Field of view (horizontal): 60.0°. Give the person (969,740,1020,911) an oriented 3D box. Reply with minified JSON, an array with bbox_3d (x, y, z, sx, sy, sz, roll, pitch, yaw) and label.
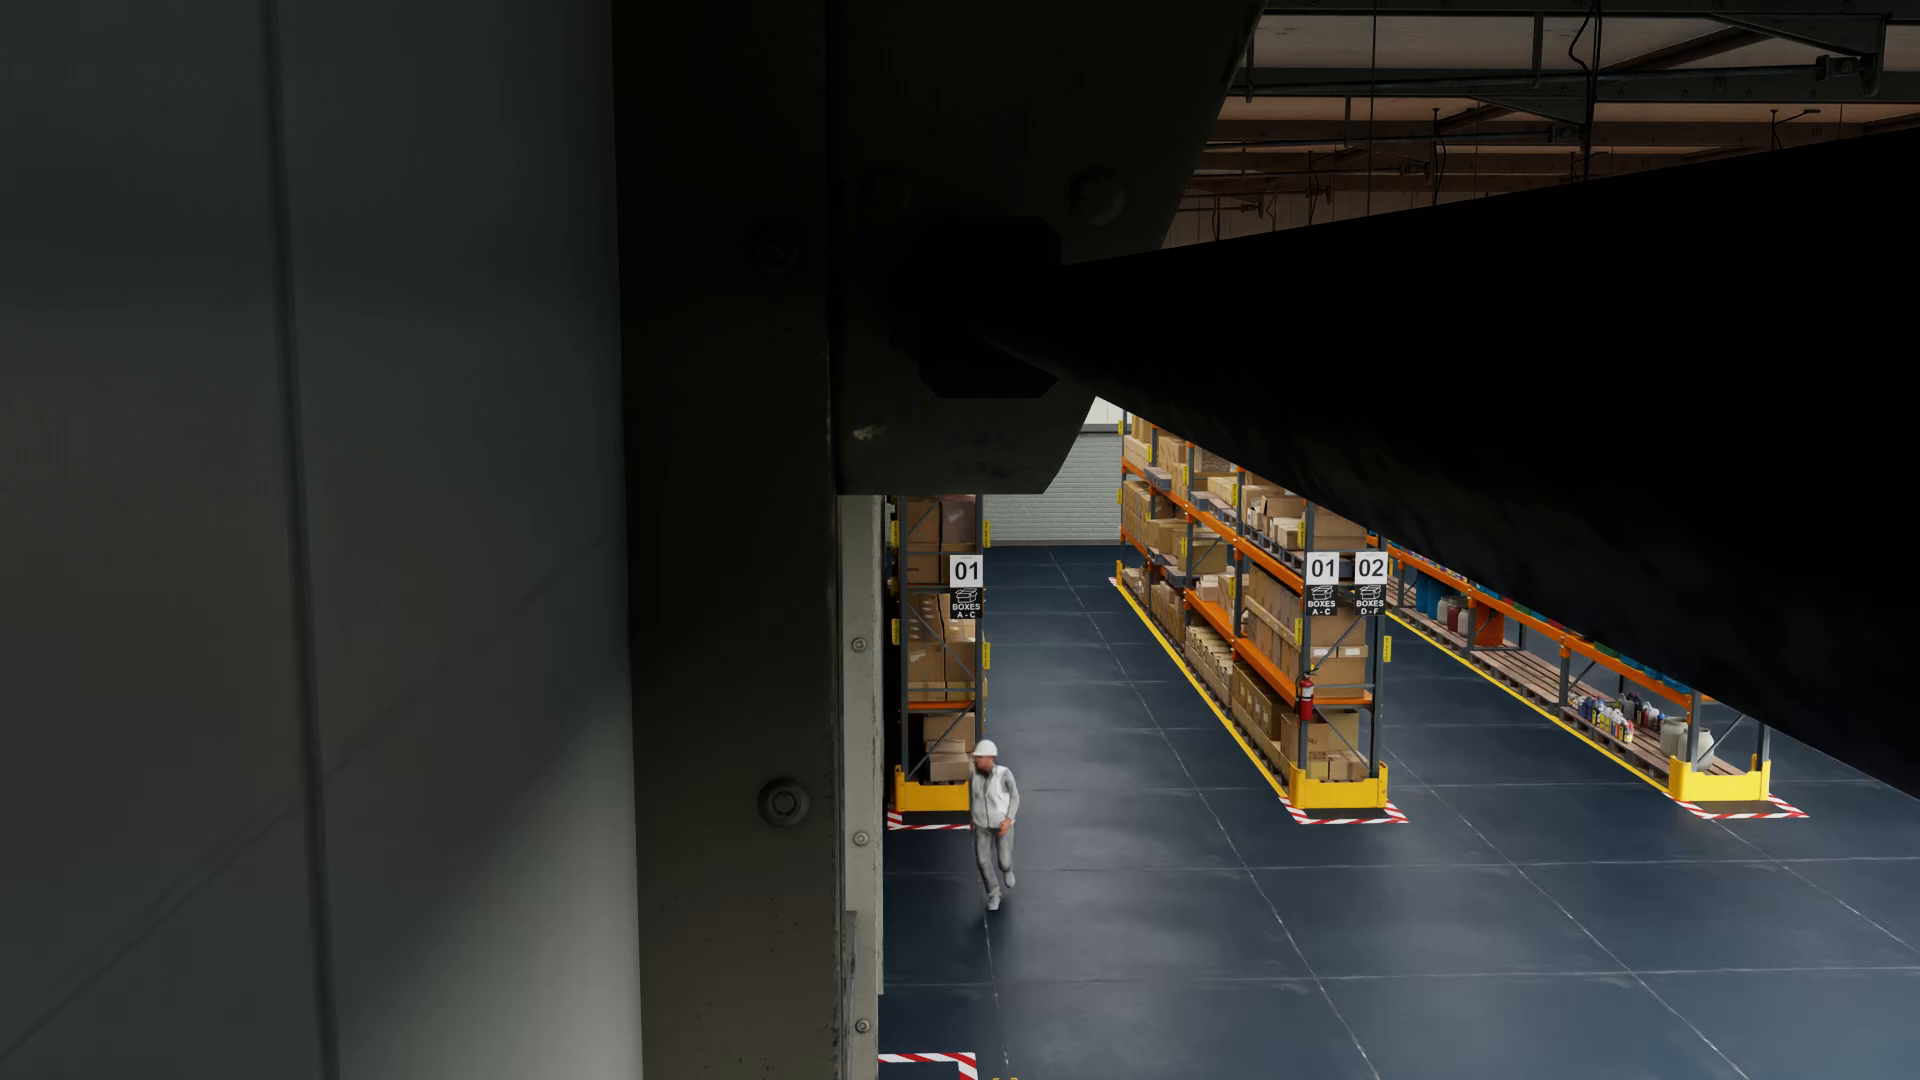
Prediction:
[{"bbox_3d":[0.353,2.934,17.350,0.592,1.749,0.625,3,9,17],"label":"person"}]
